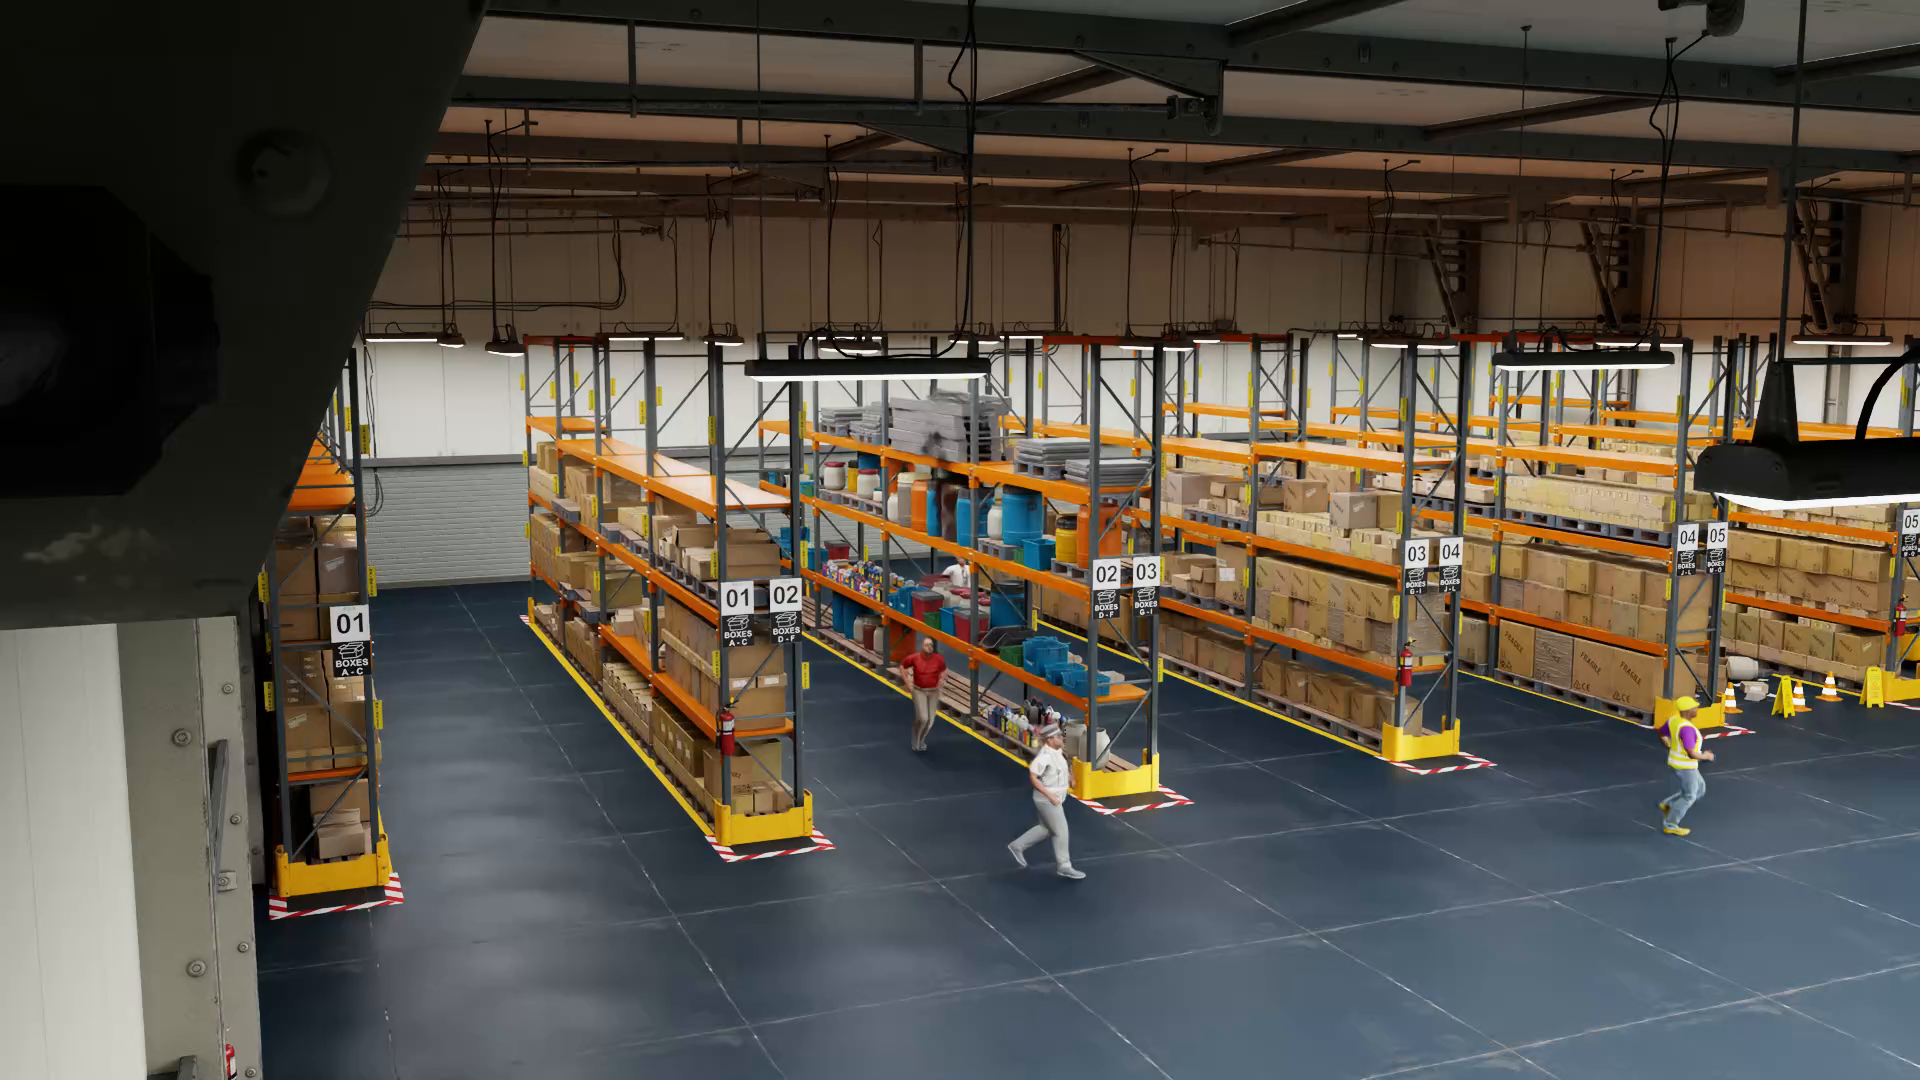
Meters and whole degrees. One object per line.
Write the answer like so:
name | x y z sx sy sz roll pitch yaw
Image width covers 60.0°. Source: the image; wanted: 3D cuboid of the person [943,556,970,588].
person | 0.055 1.113 32.723 0.704 1.734 0.653 -5 9 -31

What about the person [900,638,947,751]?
person | -0.492 2.259 24.321 0.657 1.683 0.665 -3 8 -22

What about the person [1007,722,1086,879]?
person | 0.982 2.928 18.867 0.912 1.782 0.653 1 8 9

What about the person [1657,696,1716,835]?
person | 8.945 2.765 20.435 0.582 1.724 0.692 1 8 8
